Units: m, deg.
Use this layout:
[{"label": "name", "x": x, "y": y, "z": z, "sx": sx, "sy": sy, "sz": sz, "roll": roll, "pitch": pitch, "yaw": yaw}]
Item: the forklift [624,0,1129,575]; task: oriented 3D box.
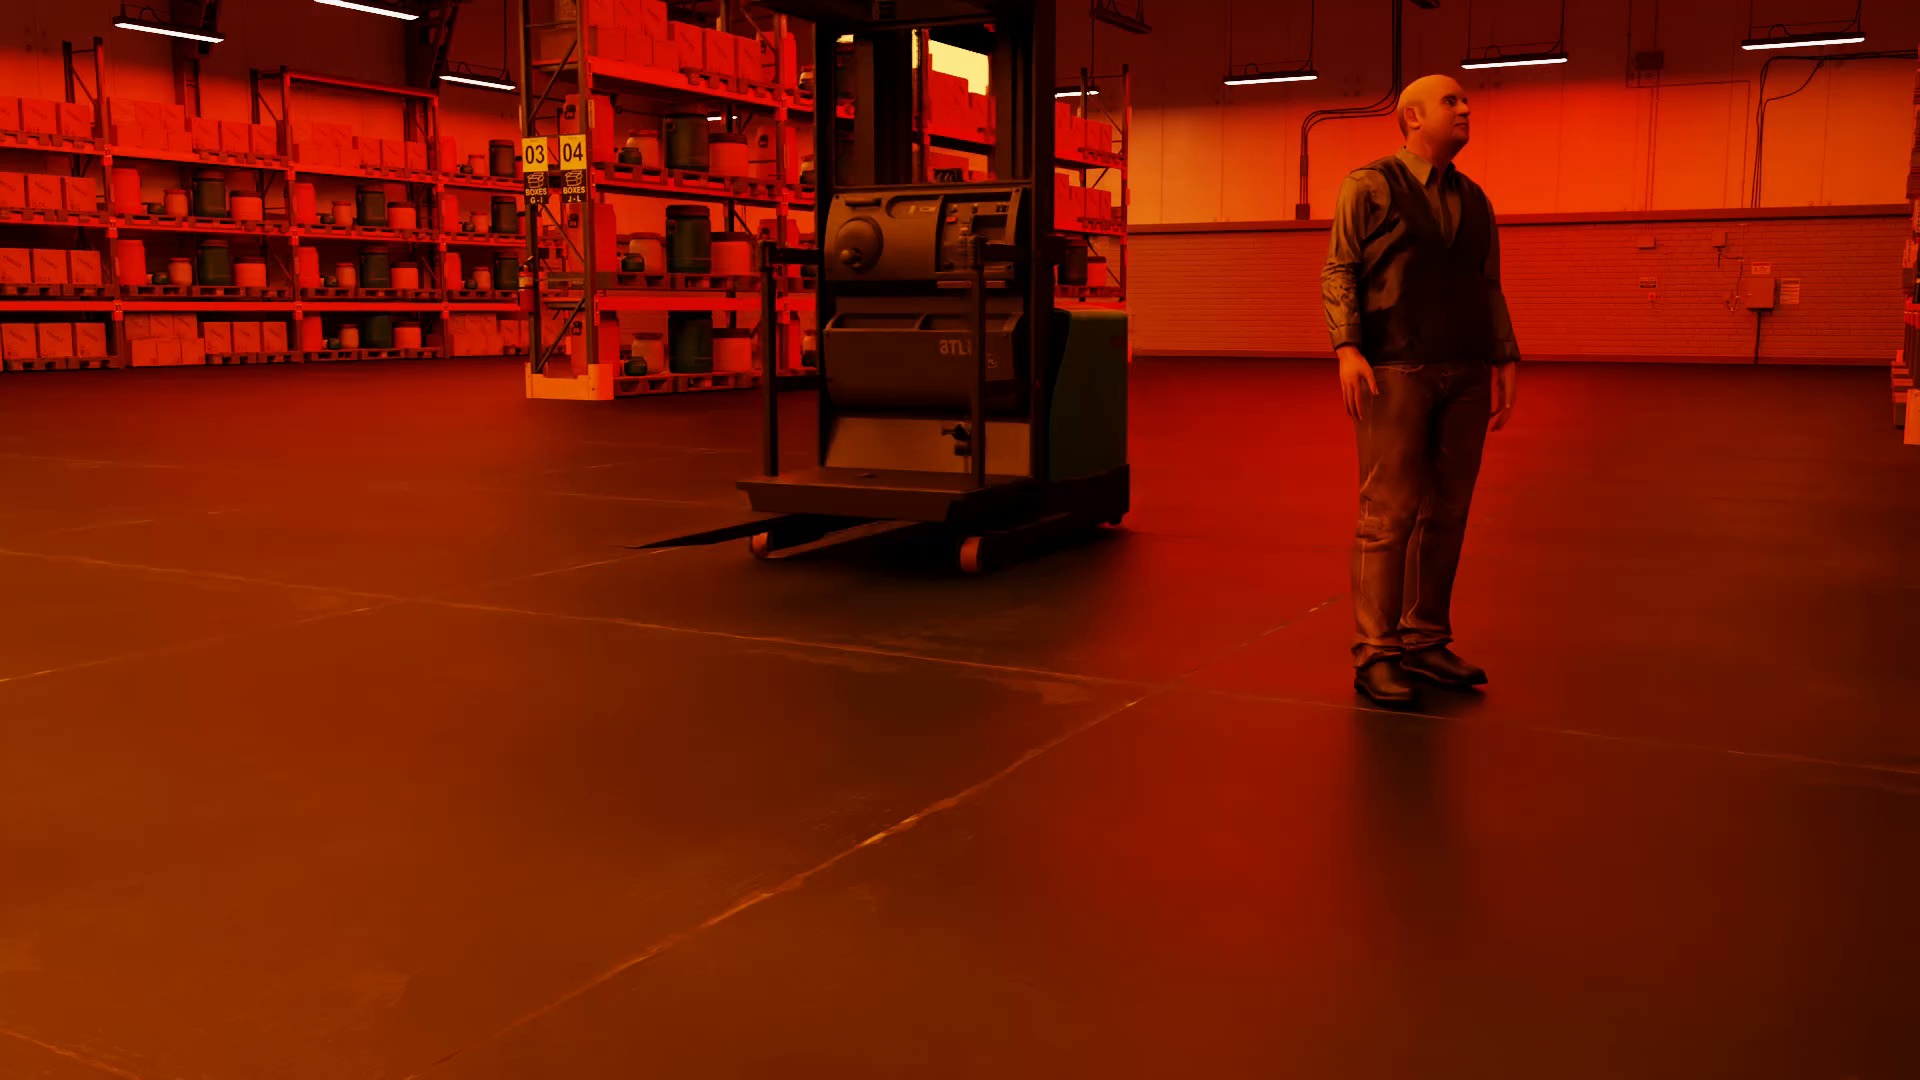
[{"label": "forklift", "x": -0.256, "y": -1.374, "z": 7.052, "sx": 1.130, "sy": 2.935, "sz": 3.031, "roll": 4, "pitch": 9, "yaw": 26}]

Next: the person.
[{"label": "person", "x": 1.348, "y": -0.446, "z": 4.699, "sx": 0.631, "sy": 1.720, "sz": 0.568, "roll": -3, "pitch": 9, "yaw": -22}]
